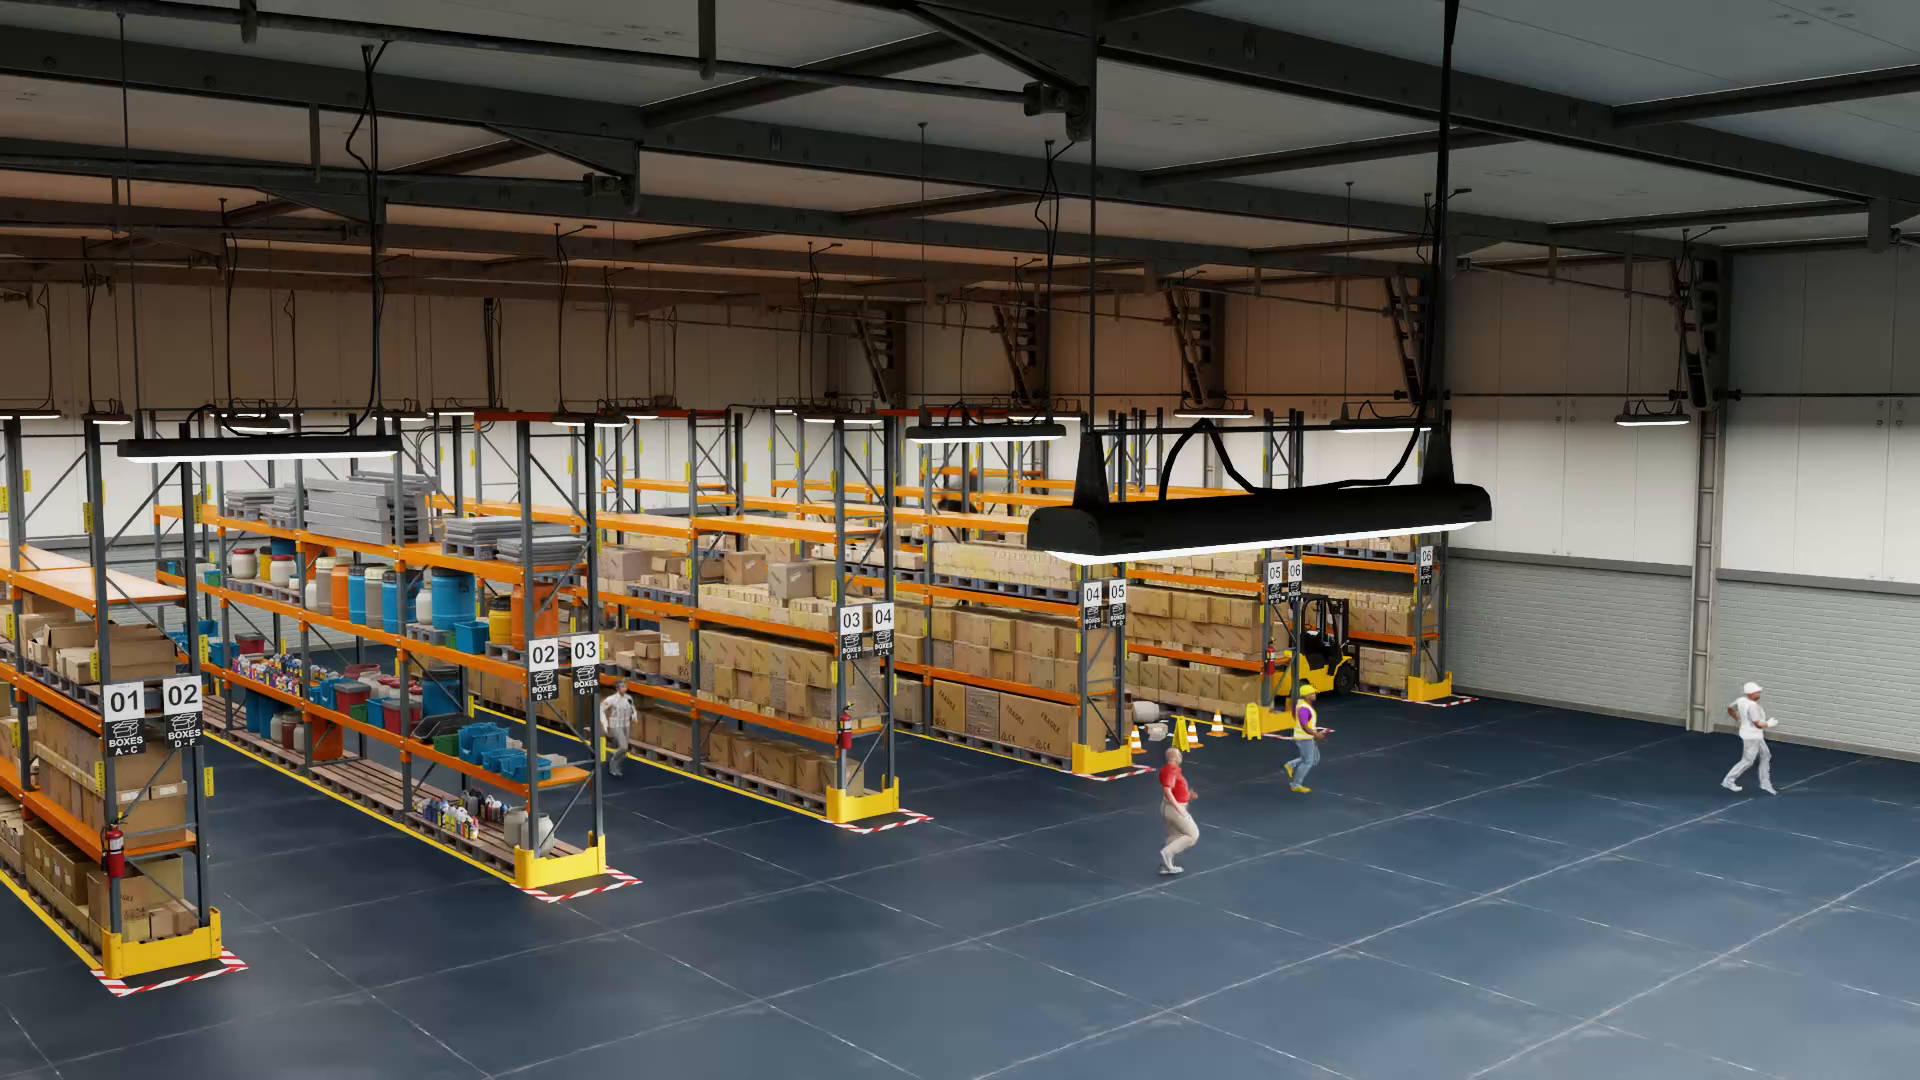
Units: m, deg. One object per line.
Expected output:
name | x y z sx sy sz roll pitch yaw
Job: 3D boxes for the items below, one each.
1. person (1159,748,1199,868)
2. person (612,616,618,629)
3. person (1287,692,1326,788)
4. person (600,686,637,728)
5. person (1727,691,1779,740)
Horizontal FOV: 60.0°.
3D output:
person | -3.178 2.850 20.238 13.103 3.236 1.315 -1 5 -12
person | -6.996 2.381 34.040 0.684 1.676 0.829 -5 7 -43
person | 5.525 3.166 26.488 0.597 1.574 0.728 1 5 10
person | -5.579 2.701 27.346 0.420 0.765 0.569 4 7 41
person | 12.552 2.712 26.250 0.662 0.846 0.689 1 5 14
